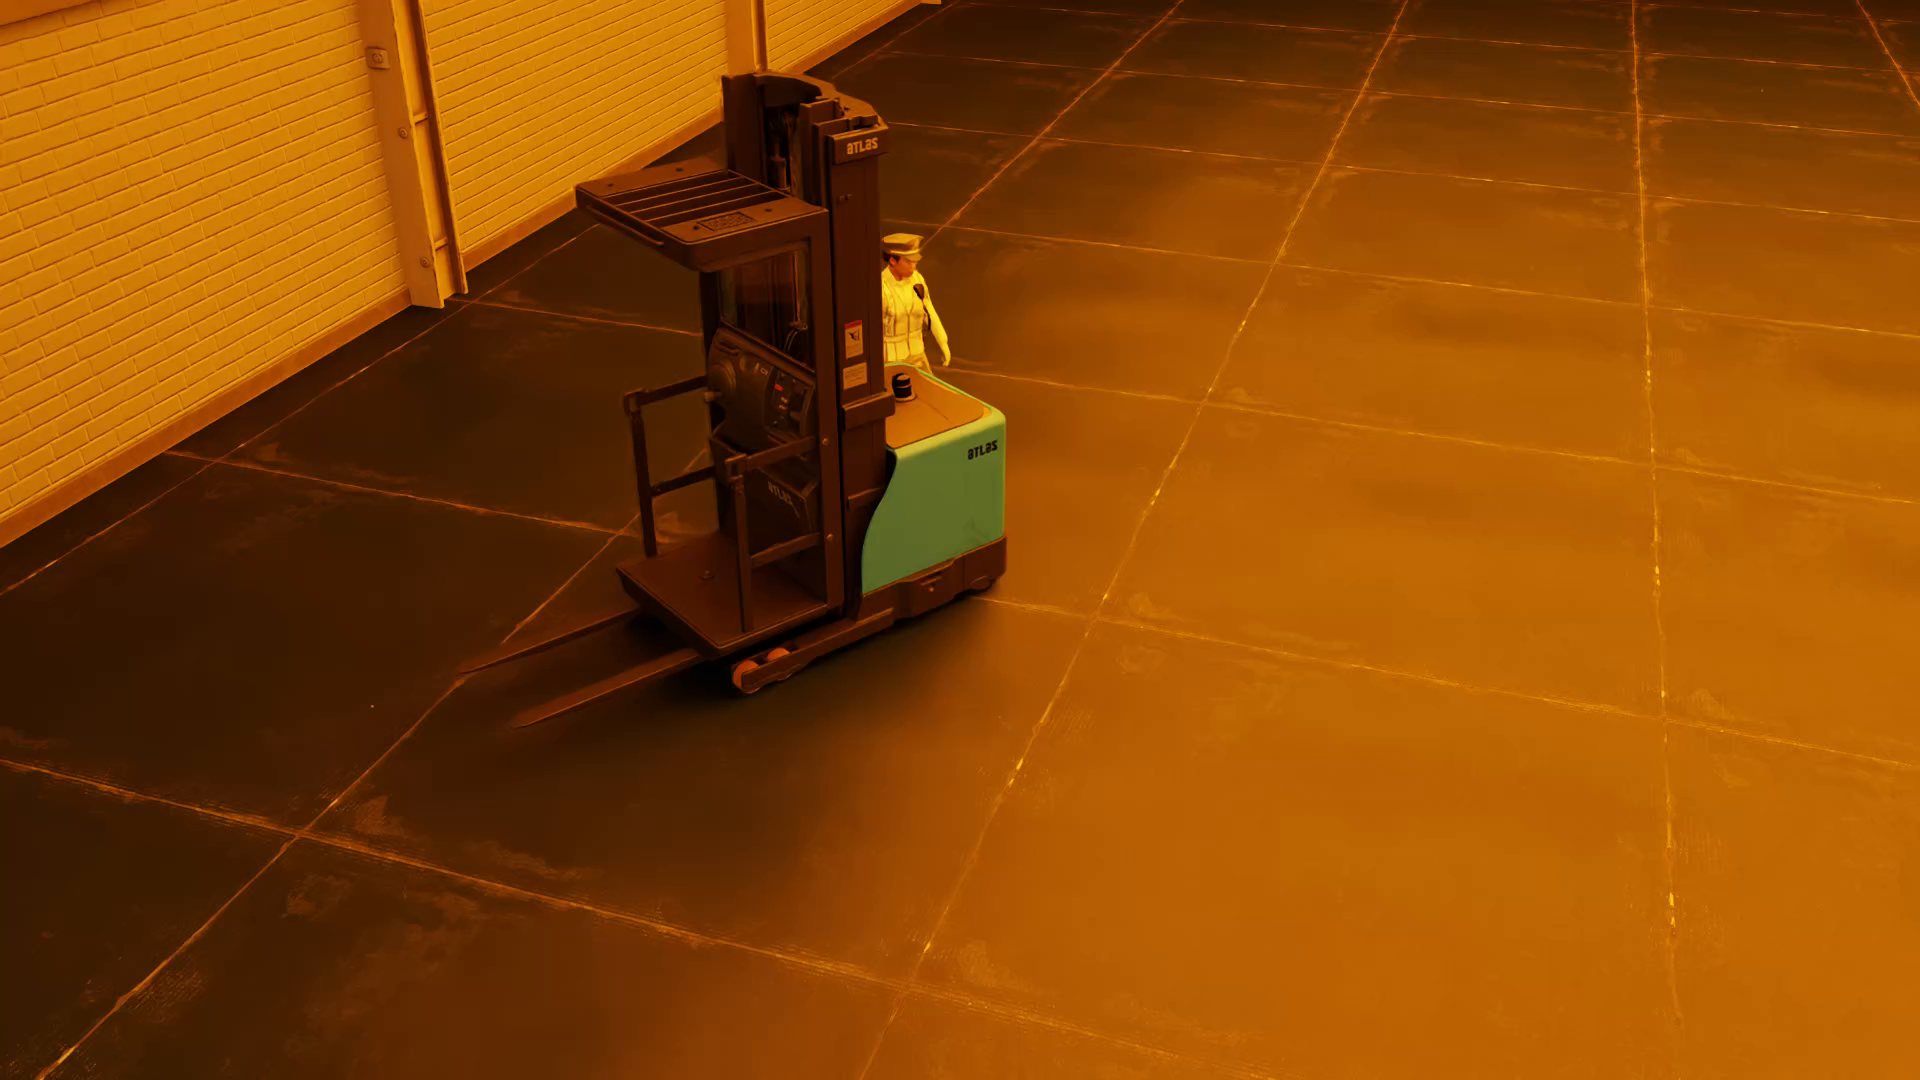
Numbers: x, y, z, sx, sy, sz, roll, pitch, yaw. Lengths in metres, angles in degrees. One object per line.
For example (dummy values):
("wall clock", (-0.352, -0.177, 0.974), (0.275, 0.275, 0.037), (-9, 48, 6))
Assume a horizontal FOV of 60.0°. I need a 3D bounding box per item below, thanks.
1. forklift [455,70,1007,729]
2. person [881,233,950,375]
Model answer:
("forklift", (-1.195, -0.767, 8.482), (3.031, 2.935, 1.130), (-22, 36, -33))
("person", (-0.373, -1.139, 10.440), (0.699, 1.644, 0.332), (-24, 37, -35))
